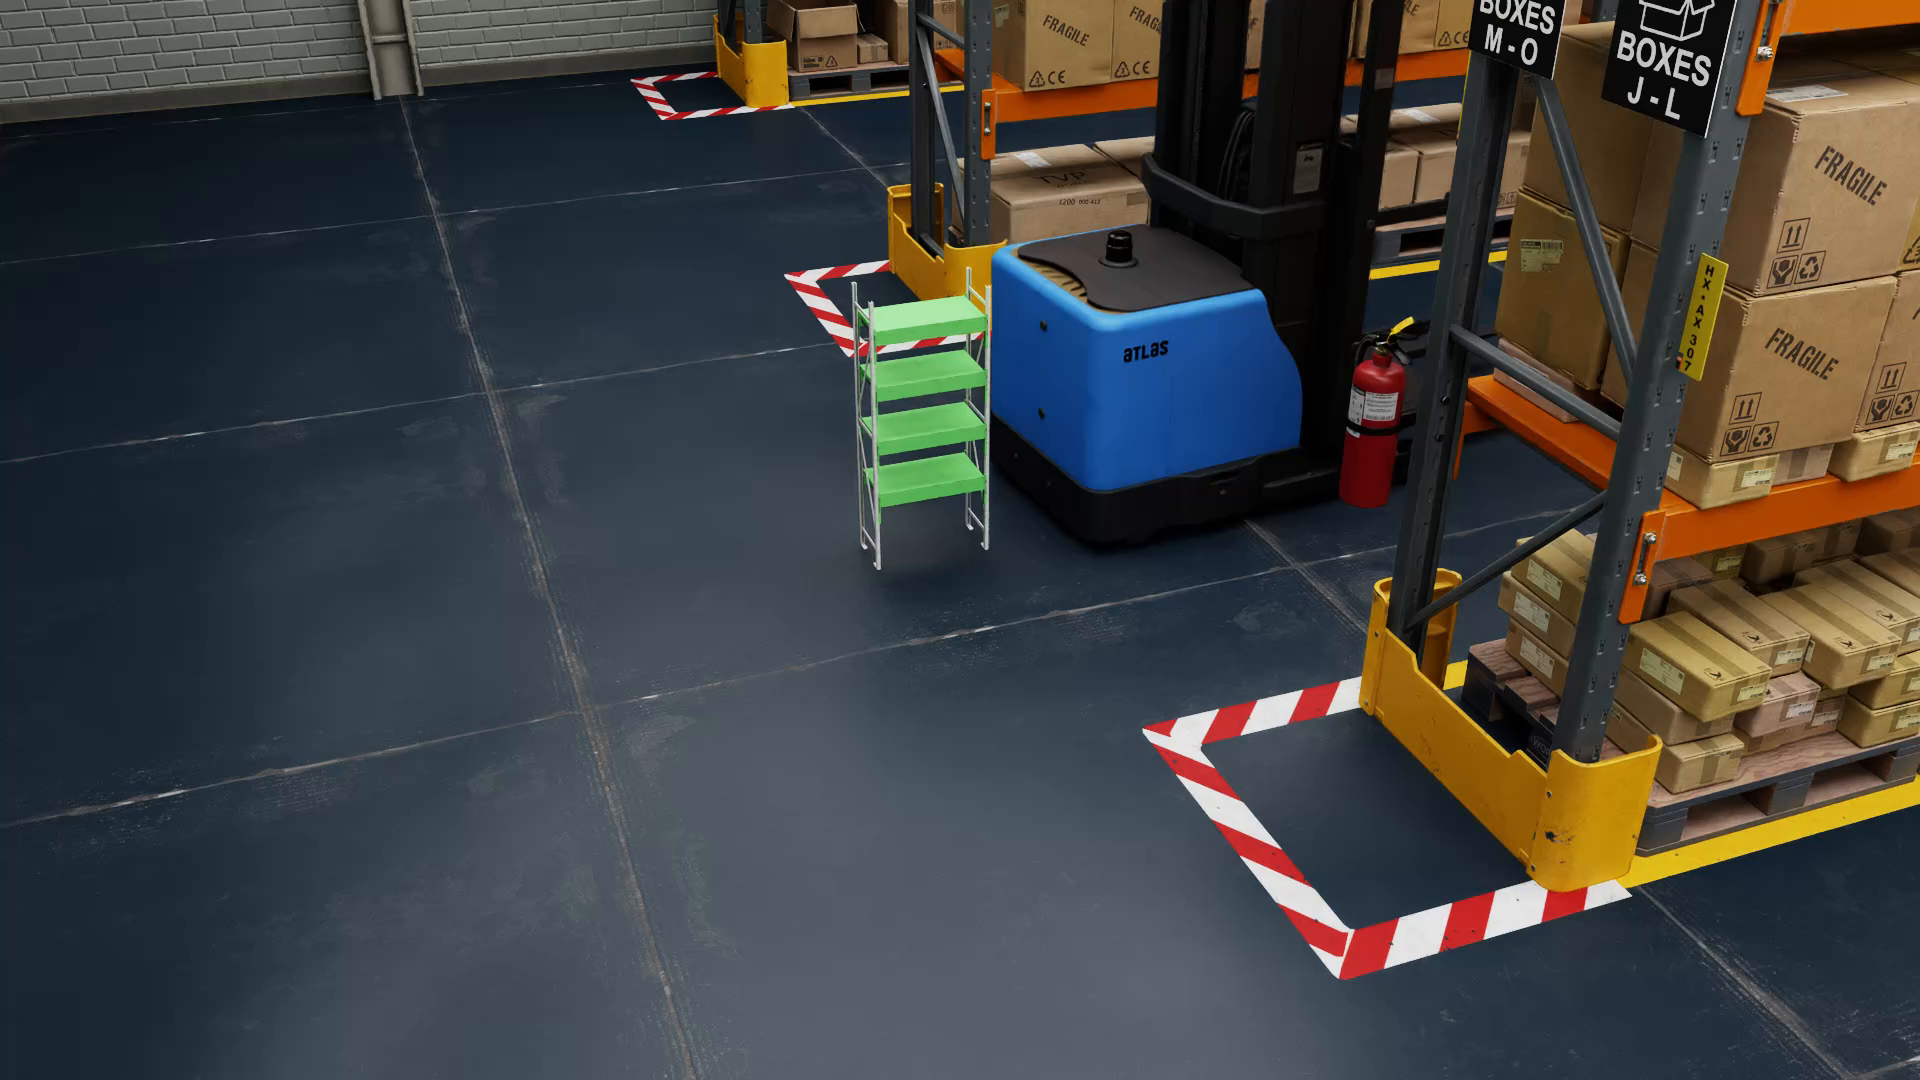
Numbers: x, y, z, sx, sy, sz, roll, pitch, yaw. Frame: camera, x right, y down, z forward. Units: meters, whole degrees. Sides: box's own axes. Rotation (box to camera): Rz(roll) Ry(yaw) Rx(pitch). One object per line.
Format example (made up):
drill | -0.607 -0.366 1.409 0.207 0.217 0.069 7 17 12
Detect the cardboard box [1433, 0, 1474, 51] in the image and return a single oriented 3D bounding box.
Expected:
cardboard box | 2.859 -3.184 9.707 0.500 0.500 0.500 -11 32 -19

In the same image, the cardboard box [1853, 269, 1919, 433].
cardboard box | 2.767 -0.687 5.024 0.500 0.500 0.500 -10 31 -18

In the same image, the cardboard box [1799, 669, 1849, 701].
cardboard box | 2.812 0.391 5.689 0.250 0.149 0.380 -10 31 -17

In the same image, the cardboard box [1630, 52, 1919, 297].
cardboard box | 2.270 -1.022 4.602 0.500 0.500 0.500 -11 31 -18

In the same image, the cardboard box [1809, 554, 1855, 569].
cardboard box | 3.119 0.057 6.275 0.250 0.149 0.380 -10 31 -17

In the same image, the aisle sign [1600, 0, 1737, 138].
aisle sign | 1.793 -1.438 4.119 0.004 0.787 0.394 -10 31 -18

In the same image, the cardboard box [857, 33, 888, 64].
cardboard box | -0.780 -4.103 13.877 0.250 0.149 0.380 -12 32 -20

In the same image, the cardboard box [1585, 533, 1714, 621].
cardboard box | 2.420 0.111 5.879 0.250 0.149 0.380 -10 31 -17

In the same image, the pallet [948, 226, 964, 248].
pallet | 0.658 -1.702 10.025 1.213 0.211 1.003 -10 31 -18

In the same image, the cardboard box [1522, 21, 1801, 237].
cardboard box | 2.099 -1.262 5.024 0.500 0.500 0.500 -11 31 -19

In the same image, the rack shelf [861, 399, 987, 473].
rack shelf | -0.155 -0.437 6.934 0.480 0.148 0.258 -10 31 -18

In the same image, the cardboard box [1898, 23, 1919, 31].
cardboard box | 3.058 -1.444 5.342 0.500 0.500 0.500 -9 31 -15

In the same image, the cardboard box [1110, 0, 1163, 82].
cardboard box | 0.950 -2.833 9.092 0.500 0.500 0.500 -11 31 -18

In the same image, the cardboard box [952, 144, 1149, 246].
cardboard box | 0.520 -1.969 9.841 0.875 0.438 0.875 -12 32 -19

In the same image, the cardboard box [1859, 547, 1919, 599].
cardboard box | 3.330 0.192 5.737 0.250 0.149 0.380 -9 31 -16

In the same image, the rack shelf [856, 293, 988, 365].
rack shelf | -0.155 -0.854 6.697 0.480 0.148 0.258 -10 31 -18

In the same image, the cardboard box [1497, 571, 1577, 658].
cardboard box | 2.152 0.243 5.949 0.250 0.149 0.380 -11 32 -19

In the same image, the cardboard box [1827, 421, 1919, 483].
cardboard box | 2.670 -0.340 5.071 0.250 0.149 0.380 -11 32 -19

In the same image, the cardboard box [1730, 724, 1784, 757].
cardboard box | 2.576 0.570 5.674 0.250 0.149 0.380 -11 31 -18

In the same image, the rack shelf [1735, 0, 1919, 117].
rack shelf | 3.631 -1.797 5.070 4.000 0.370 1.077 -10 31 -18

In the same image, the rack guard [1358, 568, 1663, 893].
rack guard | 1.828 0.612 5.670 0.348 0.500 1.175 -10 31 -18

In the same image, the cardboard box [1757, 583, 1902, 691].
cardboard box | 2.864 0.317 5.518 0.250 0.149 0.380 -11 31 -18

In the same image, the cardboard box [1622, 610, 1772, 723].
cardboard box | 2.366 0.404 5.365 0.250 0.149 0.380 -12 32 -20

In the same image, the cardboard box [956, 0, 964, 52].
cardboard box | 0.296 -2.989 9.366 0.500 0.500 0.500 -10 31 -17

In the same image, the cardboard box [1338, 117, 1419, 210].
cardboard box | 2.220 -2.286 10.396 0.875 0.438 0.875 -11 32 -19

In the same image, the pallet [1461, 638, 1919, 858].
pallet | 2.602 0.614 5.959 1.213 0.211 1.003 -10 31 -18

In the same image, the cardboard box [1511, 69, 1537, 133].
cardboard box | 4.238 -2.834 10.916 0.875 0.875 0.875 -9 31 -16

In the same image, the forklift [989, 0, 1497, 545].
forklift | 1.678 -1.747 7.356 3.031 2.935 1.130 -14 32 -23

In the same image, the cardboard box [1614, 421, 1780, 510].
cardboard box | 2.175 -0.255 4.922 0.250 0.149 0.380 -11 31 -18

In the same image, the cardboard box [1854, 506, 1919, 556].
cardboard box | 3.401 -0.074 6.204 0.250 0.149 0.380 -11 32 -19

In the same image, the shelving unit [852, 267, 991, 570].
shelving unit | -0.155 -0.493 6.903 0.503 1.200 0.258 -10 31 -18

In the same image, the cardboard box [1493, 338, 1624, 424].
cardboard box | 1.964 -0.539 5.420 0.250 0.149 0.380 -10 31 -18

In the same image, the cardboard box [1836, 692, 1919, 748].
cardboard box | 3.084 0.531 5.743 0.250 0.149 0.380 -10 31 -17

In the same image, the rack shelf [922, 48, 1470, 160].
rack shelf | 1.810 -2.772 9.813 4.000 0.370 1.077 -10 31 -18

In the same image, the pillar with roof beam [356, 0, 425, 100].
pillar with roof beam | -3.139 -5.604 7.996 0.400 9.000 9.100 -10 31 -18

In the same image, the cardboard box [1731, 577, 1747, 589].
cardboard box | 2.638 0.152 6.108 0.250 0.149 0.380 -12 32 -20

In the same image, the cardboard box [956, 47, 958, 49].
cardboard box | 0.153 -4.374 13.999 0.500 0.500 0.500 -10 31 -17

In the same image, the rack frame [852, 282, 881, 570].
rack frame | -0.384 -0.451 6.829 0.015 1.200 0.240 -10 31 -18

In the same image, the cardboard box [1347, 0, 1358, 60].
cardboard box | 1.897 -3.007 9.396 0.500 0.500 0.500 -9 31 -16

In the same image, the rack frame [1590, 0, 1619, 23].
rack frame | 3.685 -3.430 10.241 0.127 3.000 1.000 -10 31 -18

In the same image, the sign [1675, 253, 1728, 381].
sign | 1.946 -0.585 4.372 0.005 0.325 0.100 -10 31 -18

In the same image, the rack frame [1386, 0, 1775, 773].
rack frame | 1.757 -0.461 5.028 0.127 3.000 1.000 -10 31 -18

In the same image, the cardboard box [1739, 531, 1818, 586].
cardboard box | 2.883 -0.008 6.088 0.250 0.149 0.380 -12 32 -20

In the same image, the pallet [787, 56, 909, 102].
pallet | -0.980 -3.982 14.026 1.213 0.211 1.003 -10 31 -18

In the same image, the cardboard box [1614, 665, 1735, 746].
cardboard box | 2.337 0.495 5.506 0.250 0.149 0.380 -9 31 -16
